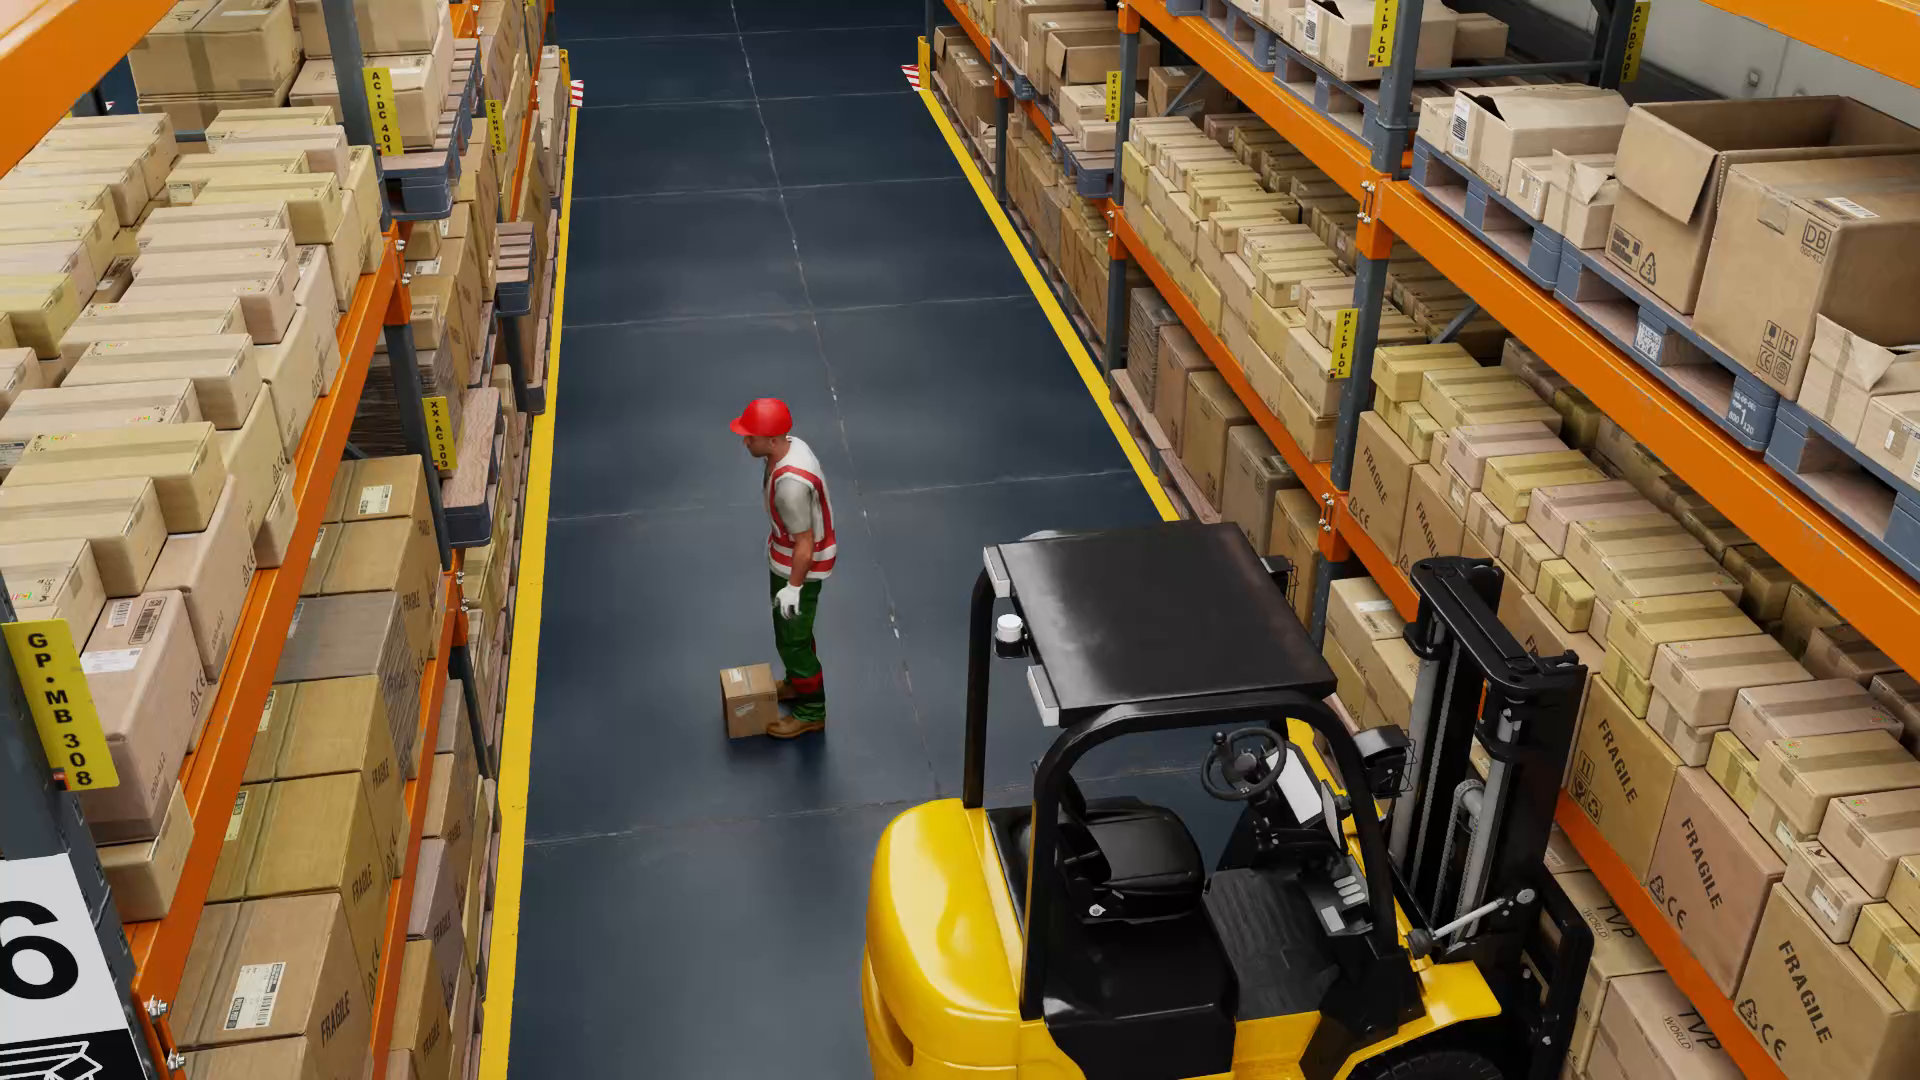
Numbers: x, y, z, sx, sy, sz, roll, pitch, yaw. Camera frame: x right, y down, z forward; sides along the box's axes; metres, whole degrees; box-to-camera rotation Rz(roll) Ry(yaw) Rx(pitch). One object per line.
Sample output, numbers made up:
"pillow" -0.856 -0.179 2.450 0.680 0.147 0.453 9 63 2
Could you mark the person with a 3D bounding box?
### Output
"person" -0.819 0.117 7.925 0.452 1.778 0.603 -6 31 -9
